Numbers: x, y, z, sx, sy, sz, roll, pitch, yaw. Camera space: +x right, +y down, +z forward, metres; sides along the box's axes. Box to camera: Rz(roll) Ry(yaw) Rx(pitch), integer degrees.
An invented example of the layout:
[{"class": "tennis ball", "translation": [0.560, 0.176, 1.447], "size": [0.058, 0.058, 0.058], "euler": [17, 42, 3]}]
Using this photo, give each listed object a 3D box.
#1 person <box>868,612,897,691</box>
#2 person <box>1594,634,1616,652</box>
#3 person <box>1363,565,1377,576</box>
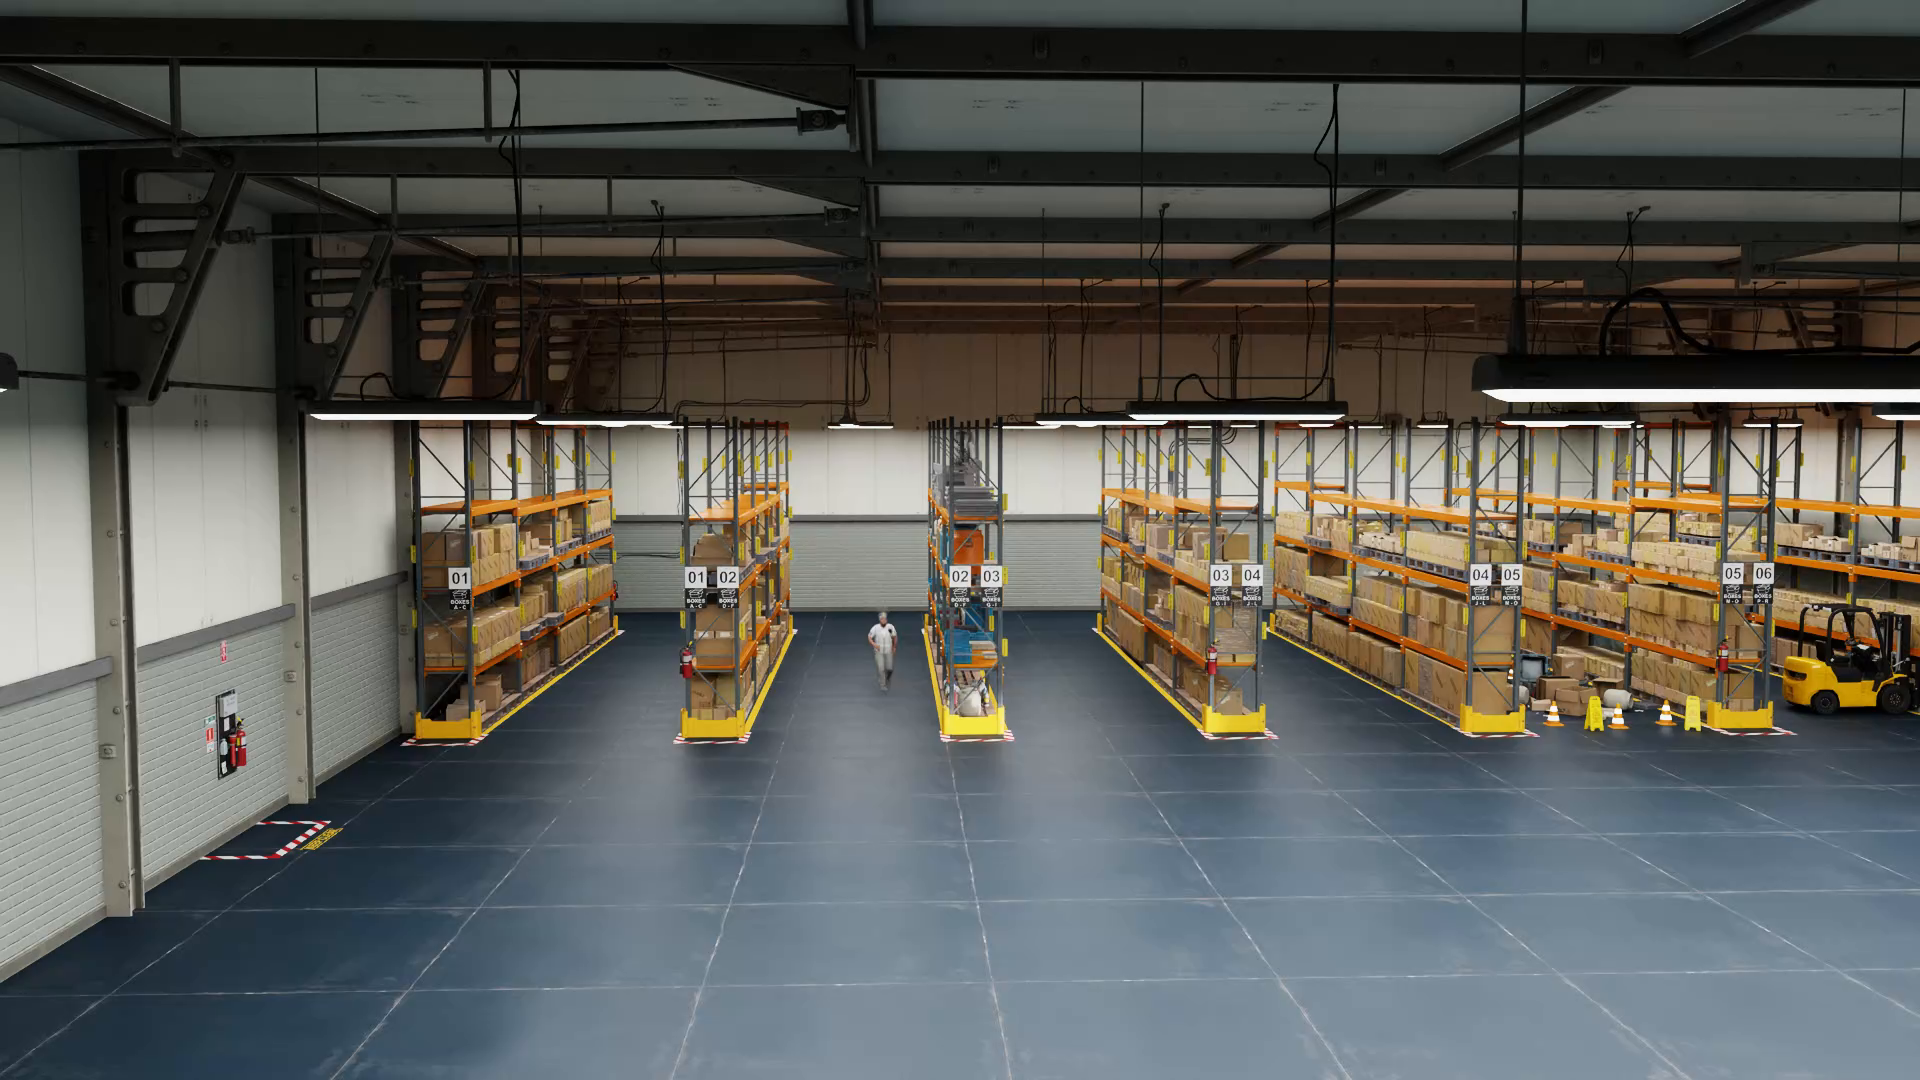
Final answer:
[{"class": "person", "translation": [-1.697, 2.456, 36.706], "size": [0.664, 1.743, 0.593], "euler": [-1, 4, -9]}, {"class": "person", "translation": [16.545, 2.053, 42.810], "size": [0.708, 1.795, 0.877], "euler": [0, 4, -3]}, {"class": "person", "translation": [12.348, 1.540, 50.439], "size": [0.694, 1.777, 0.641], "euler": [-2, 4, -32]}]
